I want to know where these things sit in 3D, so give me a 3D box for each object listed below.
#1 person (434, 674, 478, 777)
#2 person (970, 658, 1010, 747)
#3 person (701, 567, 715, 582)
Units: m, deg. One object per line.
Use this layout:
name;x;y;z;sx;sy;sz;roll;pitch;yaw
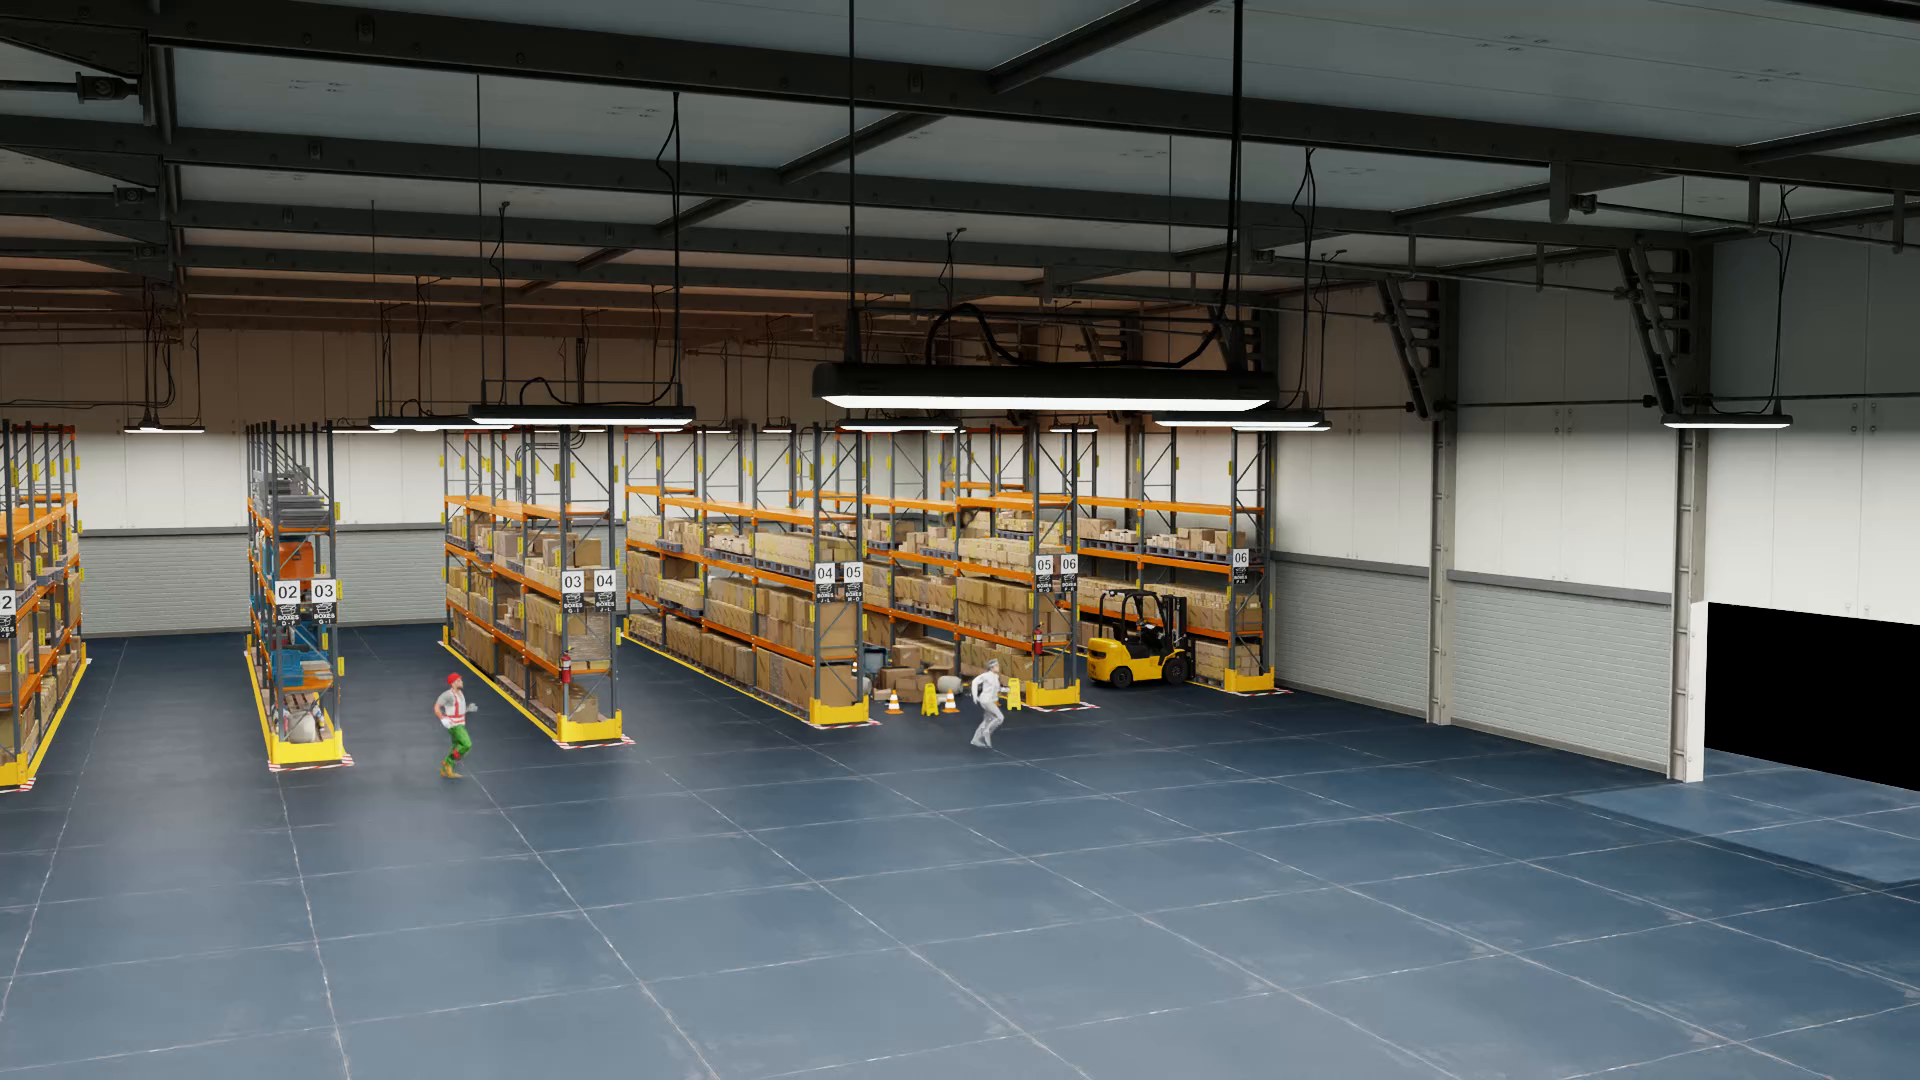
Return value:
person;-8.419;3.104;27.836;0.626;1.738;0.656;0;4;4
person;0.548;2.977;30.419;0.741;1.642;0.645;2;4;23
person;-7.606;1.771;49.802;0.777;1.740;0.685;-2;4;-30
